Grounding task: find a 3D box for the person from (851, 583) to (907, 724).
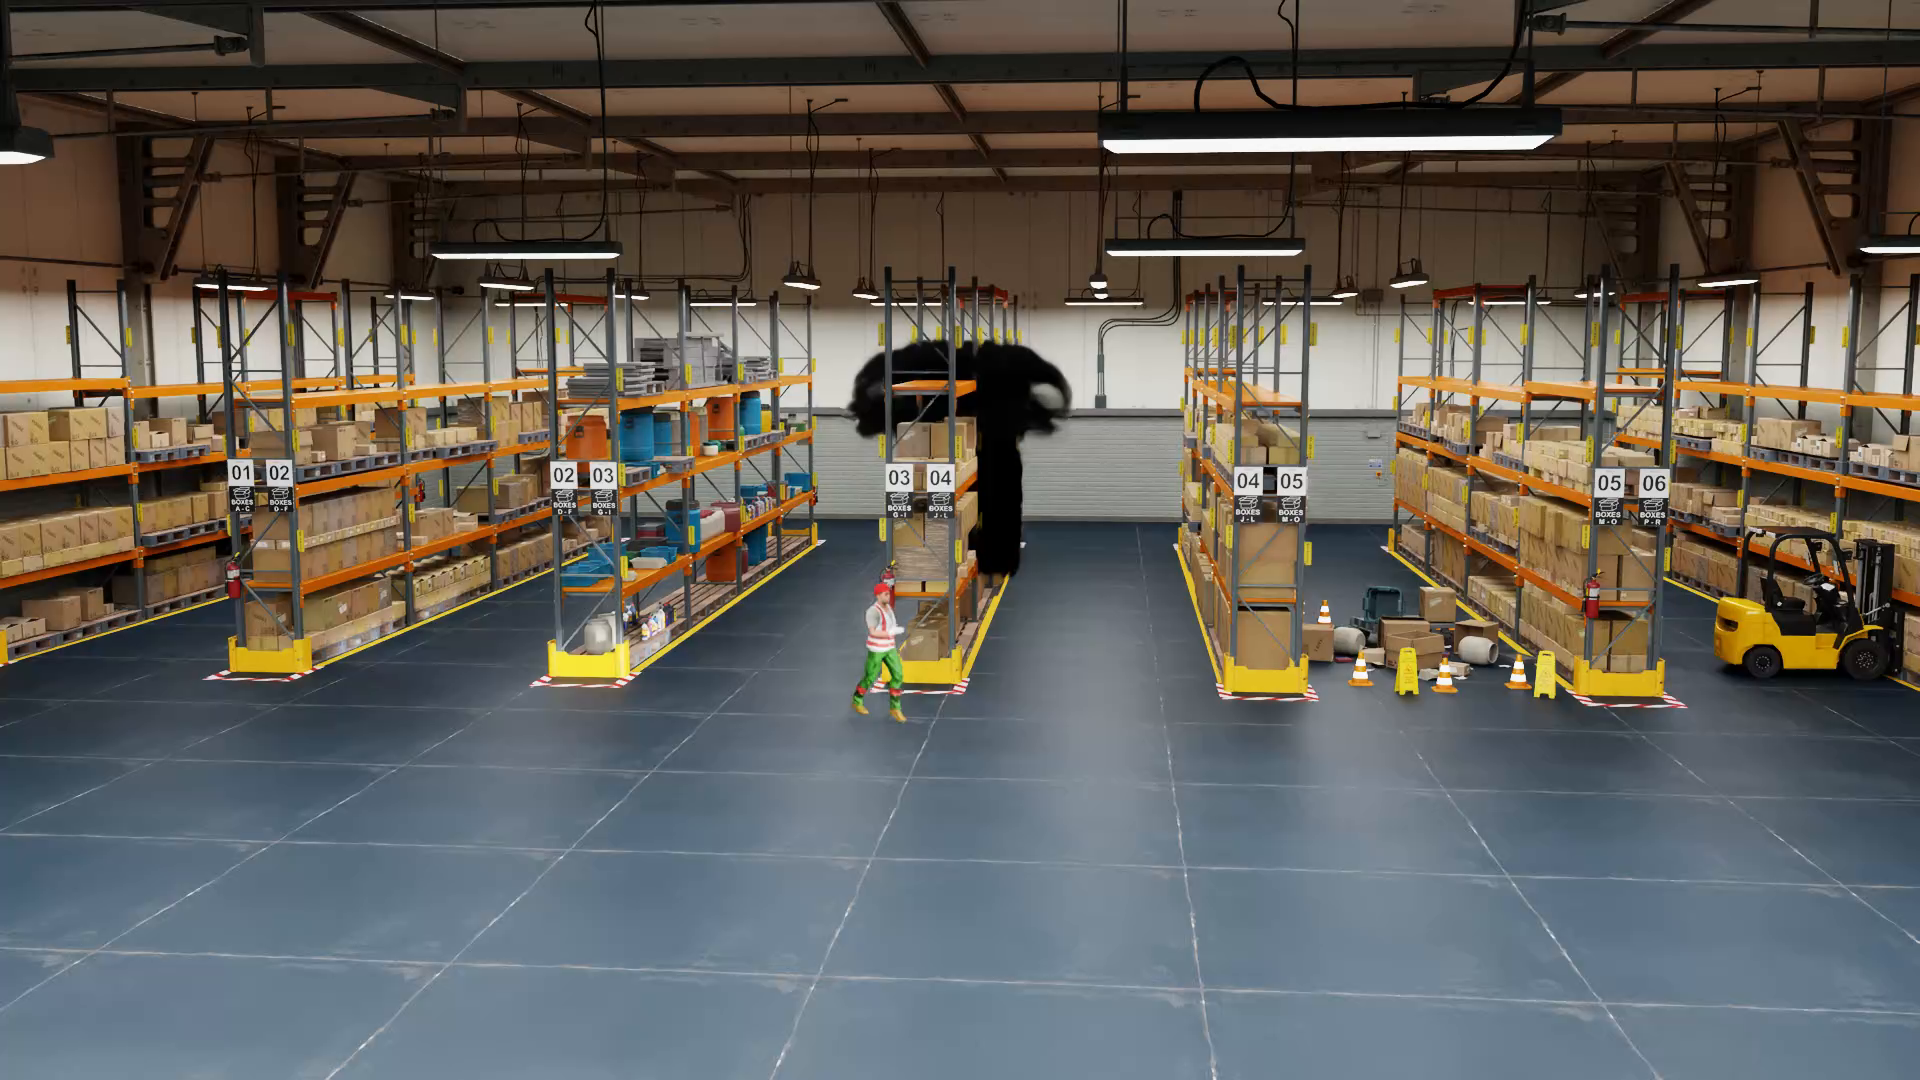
[{"bbox_3d":[-1.045,1.465,21.774,0.886,1.840,0.646,5,9,36],"label":"person"}]
